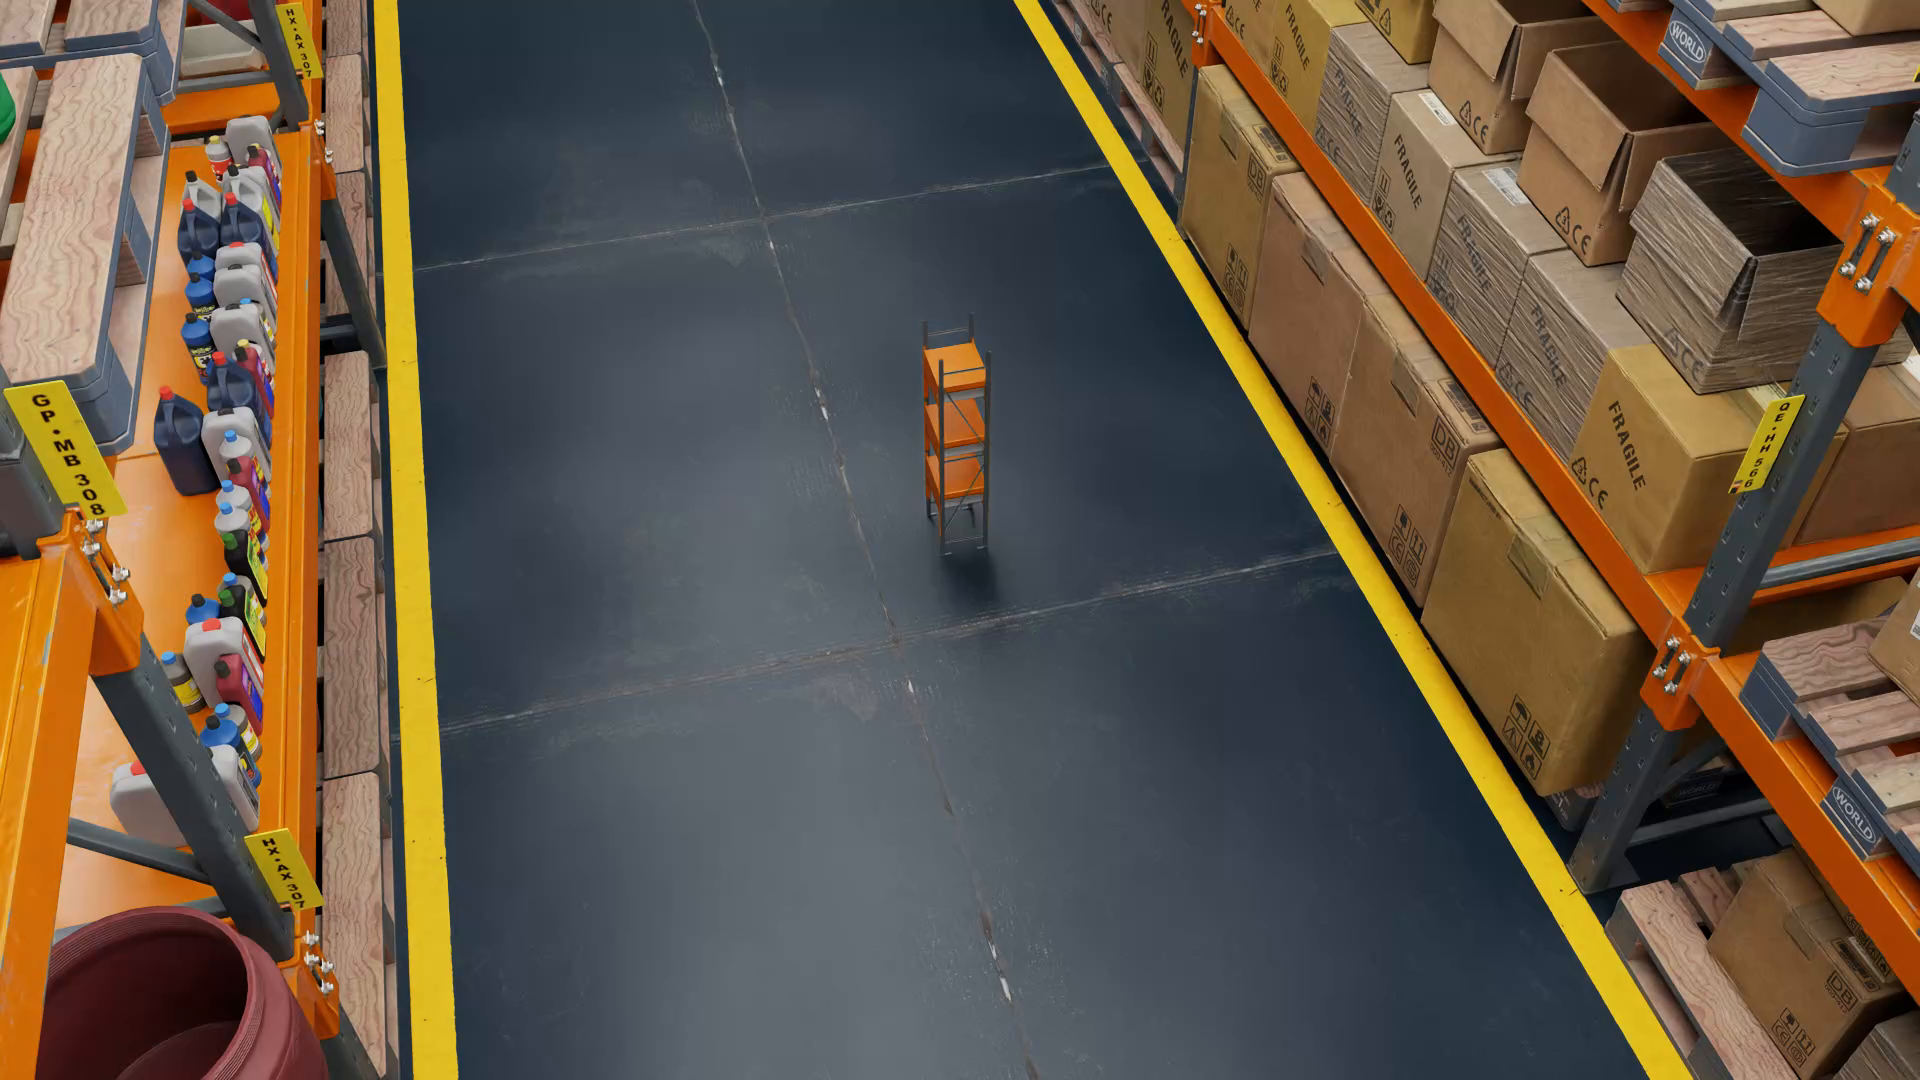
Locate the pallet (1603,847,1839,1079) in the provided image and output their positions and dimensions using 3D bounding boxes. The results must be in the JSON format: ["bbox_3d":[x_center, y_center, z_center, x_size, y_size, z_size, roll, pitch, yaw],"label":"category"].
[{"bbox_3d":[2.833,1.572,5.313,1.003,0.211,1.213,-11,47,-10],"label":"pallet"}]

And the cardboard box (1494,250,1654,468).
[{"bbox_3d":[2.147,-0.620,5.438,0.500,0.500,0.500,-11,47,-11],"label":"cardboard box"}]

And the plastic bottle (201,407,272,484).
[{"bbox_3d":[-2.307,-0.310,5.291,0.152,0.276,0.135,-11,47,-10],"label":"plastic bottle"}]

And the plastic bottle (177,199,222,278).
[{"bbox_3d":[-2.718,-1.054,5.968,0.144,0.351,0.185,-11,47,-10],"label":"plastic bottle"}]

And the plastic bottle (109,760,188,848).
[{"bbox_3d":[-2.099,0.675,4.326,0.152,0.276,0.135,-11,47,-10],"label":"plastic bottle"}]

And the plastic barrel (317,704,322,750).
[{"bbox_3d":[-2.584,0.544,5.761,0.600,0.588,0.708,-11,47,-10],"label":"plastic barrel"}]

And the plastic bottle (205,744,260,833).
[{"bbox_3d":[-1.952,0.647,4.353,0.152,0.276,0.135,-11,47,-10],"label":"plastic bottle"}]

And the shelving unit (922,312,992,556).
[{"bbox_3d":[-0.014,-0.404,6.662,0.215,1.050,0.252,-11,47,-10],"label":"shelving unit"}]

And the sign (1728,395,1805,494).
[{"bbox_3d":[2.099,-0.245,4.330,0.100,0.325,0.005,-11,47,-10],"label":"sign"}]

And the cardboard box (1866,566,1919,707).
[{"bbox_3d":[2.811,0.240,4.302,0.500,0.500,0.500,-16,48,-15],"label":"cardboard box"}]

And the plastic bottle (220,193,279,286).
[{"bbox_3d":[-2.578,-1.080,5.994,0.144,0.351,0.185,-11,47,-10],"label":"plastic bottle"}]

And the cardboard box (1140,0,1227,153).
[{"bbox_3d":[1.519,-2.579,8.622,0.875,0.875,0.875,-11,47,-10],"label":"cardboard box"}]

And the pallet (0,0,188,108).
[{"bbox_3d":[-2.589,-1.478,4.381,1.003,0.211,1.213,-11,47,-10],"label":"pallet"}]

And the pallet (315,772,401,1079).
[{"bbox_3d":[-2.396,1.401,5.480,1.003,0.211,1.213,-11,47,-10],"label":"pallet"}]

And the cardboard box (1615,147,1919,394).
[{"bbox_3d":[2.463,-0.838,4.949,0.797,0.503,0.637,-9,46,-9],"label":"cardboard box"}]

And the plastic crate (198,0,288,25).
[{"bbox_3d":[-3.164,-2.506,7.269,0.402,0.464,0.583,-11,47,-10],"label":"plastic crate"}]

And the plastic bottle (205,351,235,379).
[{"bbox_3d":[-2.416,-0.510,5.491,0.097,0.271,0.097,0,46,0],"label":"plastic bottle"}]

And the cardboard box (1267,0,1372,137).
[{"bbox_3d":[1.616,-2.030,6.820,0.500,0.500,0.500,-11,47,-10],"label":"cardboard box"}]

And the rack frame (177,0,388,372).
[{"bbox_3d":[-3.177,-1.800,6.665,1.000,3.000,0.127,-11,47,-10],"label":"rack frame"}]

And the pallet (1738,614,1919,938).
[{"bbox_3d":[2.920,0.596,4.451,1.213,0.211,1.003,-11,47,-10],"label":"pallet"}]

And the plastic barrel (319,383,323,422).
[{"bbox_3d":[-3.055,-0.834,6.893,0.600,0.901,0.708,-11,47,-10],"label":"plastic barrel"}]

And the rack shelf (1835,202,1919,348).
[{"bbox_3d":[3.146,0.639,2.678,1.077,0.370,4.000,-11,47,-10],"label":"rack shelf"}]

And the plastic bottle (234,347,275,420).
[{"bbox_3d":[-2.344,-0.541,5.513,0.061,0.283,0.133,-11,47,-10],"label":"plastic bottle"}]

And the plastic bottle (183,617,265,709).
[{"bbox_3d":[-2.070,0.328,4.666,0.152,0.276,0.135,-11,47,-10],"label":"plastic bottle"}]

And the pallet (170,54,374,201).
[{"bbox_3d":[-3.719,-2.168,8.978,1.003,0.211,1.213,-11,47,-10],"label":"pallet"}]

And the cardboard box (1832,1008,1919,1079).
[{"bbox_3d":[2.980,1.616,4.758,0.700,0.500,0.500,-14,47,-14],"label":"cardboard box"}]

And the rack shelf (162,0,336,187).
[{"bbox_3d":[-3.689,-2.929,8.275,1.077,0.370,4.000,-11,47,-10],"label":"rack shelf"}]

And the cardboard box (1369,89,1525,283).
[{"bbox_3d":[1.881,-1.329,6.133,0.500,0.500,0.500,-10,46,-10],"label":"cardboard box"}]

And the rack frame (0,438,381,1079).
[{"bbox_3d":[-2.153,0.962,3.958,1.000,3.000,0.127,-11,47,-10],"label":"rack frame"}]

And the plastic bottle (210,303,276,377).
[{"bbox_3d":[-2.448,-0.690,5.664,0.152,0.276,0.135,-11,47,-10],"label":"plastic bottle"}]

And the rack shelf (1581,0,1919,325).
[{"bbox_3d":[2.122,-2.123,5.384,1.077,0.370,4.000,-11,47,-10],"label":"rack shelf"}]

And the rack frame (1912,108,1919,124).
[{"bbox_3d":[2.634,-2.044,2.703,1.000,3.000,0.127,-11,47,-10],"label":"rack frame"}]

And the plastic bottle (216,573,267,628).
[{"bbox_3d":[-2.108,0.177,4.866,0.097,0.201,0.097,0,46,0],"label":"plastic bottle"}]

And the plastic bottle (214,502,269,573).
[{"bbox_3d":[-2.167,-0.007,4.998,0.097,0.271,0.097,0,46,0],"label":"plastic bottle"}]

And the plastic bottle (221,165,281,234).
[{"bbox_3d":[-2.671,-1.291,6.253,0.152,0.276,0.135,-11,47,-10],"label":"plastic bottle"}]

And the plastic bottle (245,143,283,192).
[{"bbox_3d":[-2.708,-1.442,6.453,0.097,0.201,0.097,0,46,0],"label":"plastic bottle"}]

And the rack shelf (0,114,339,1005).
[{"bbox_3d":[-2.665,-0.167,5.568,1.077,0.370,4.000,-11,47,-10],"label":"rack shelf"}]

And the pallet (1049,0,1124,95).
[{"bbox_3d":[1.176,-3.113,9.904,1.003,0.211,1.213,-11,47,-10],"label":"pallet"}]

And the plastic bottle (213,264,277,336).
[{"bbox_3d":[-2.507,-0.850,5.821,0.152,0.276,0.135,-11,47,-10],"label":"plastic bottle"}]

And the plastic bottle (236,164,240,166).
[{"bbox_3d":[-2.733,-1.339,6.352,0.097,0.201,0.097,0,46,0],"label":"plastic bottle"}]

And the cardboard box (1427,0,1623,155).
[{"bbox_3d":[2.121,-1.750,5.843,0.797,0.503,0.637,-9,46,-9],"label":"cardboard box"}]

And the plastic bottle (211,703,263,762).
[{"bbox_3d":[-1.980,0.521,4.529,0.097,0.201,0.097,0,46,0],"label":"plastic bottle"}]

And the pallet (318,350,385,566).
[{"bbox_3d":[-3.020,-0.284,7.131,1.003,0.211,1.213,-11,47,-10],"label":"pallet"}]

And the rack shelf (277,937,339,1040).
[{"bbox_3d":[-1.641,2.594,2.862,1.077,0.370,4.000,-11,47,-10],"label":"rack shelf"}]

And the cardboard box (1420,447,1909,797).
[{"bbox_3d":[2.478,0.172,5.925,1.225,0.875,0.875,-13,47,-12],"label":"cardboard box"}]

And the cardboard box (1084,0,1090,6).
[{"bbox_3d":[1.061,-3.815,9.833,0.875,0.875,0.875,-11,47,-10],"label":"cardboard box"}]

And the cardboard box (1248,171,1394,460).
[{"bbox_3d":[2.023,-1.054,7.127,1.225,0.875,0.875,-12,47,-12],"label":"cardboard box"}]

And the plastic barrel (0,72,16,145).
[{"bbox_3d":[-2.202,-0.954,3.550,0.294,0.245,0.294,0,46,0],"label":"plastic barrel"}]

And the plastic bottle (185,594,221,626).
[{"bbox_3d":[-2.132,0.255,4.740,0.097,0.271,0.097,0,46,0],"label":"plastic bottle"}]

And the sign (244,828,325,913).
[{"bbox_3d":[-1.623,0.799,4.003,0.100,0.325,0.005,-11,47,-10],"label":"sign"}]

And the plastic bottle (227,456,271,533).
[{"bbox_3d":[-2.203,-0.162,5.140,0.061,0.283,0.133,-11,47,-10],"label":"plastic bottle"}]

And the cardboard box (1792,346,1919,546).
[{"bbox_3d":[2.773,-0.364,5.188,0.500,0.500,0.500,-9,46,-9],"label":"cardboard box"}]

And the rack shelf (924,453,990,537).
[{"bbox_3d":[-0.014,-0.202,6.868,0.215,0.259,0.240,-11,47,-10],"label":"rack shelf"}]

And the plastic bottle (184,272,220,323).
[{"bbox_3d":[-2.623,-0.813,5.787,0.097,0.271,0.097,0,46,0],"label":"plastic bottle"}]

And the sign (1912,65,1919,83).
[{"bbox_3d":[2.096,-1.107,3.467,0.100,0.325,0.005,-11,47,-10],"label":"sign"}]

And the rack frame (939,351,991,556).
[{"bbox_3d":[0.018,-0.320,6.579,0.200,1.050,0.008,-11,47,-10],"label":"rack frame"}]
